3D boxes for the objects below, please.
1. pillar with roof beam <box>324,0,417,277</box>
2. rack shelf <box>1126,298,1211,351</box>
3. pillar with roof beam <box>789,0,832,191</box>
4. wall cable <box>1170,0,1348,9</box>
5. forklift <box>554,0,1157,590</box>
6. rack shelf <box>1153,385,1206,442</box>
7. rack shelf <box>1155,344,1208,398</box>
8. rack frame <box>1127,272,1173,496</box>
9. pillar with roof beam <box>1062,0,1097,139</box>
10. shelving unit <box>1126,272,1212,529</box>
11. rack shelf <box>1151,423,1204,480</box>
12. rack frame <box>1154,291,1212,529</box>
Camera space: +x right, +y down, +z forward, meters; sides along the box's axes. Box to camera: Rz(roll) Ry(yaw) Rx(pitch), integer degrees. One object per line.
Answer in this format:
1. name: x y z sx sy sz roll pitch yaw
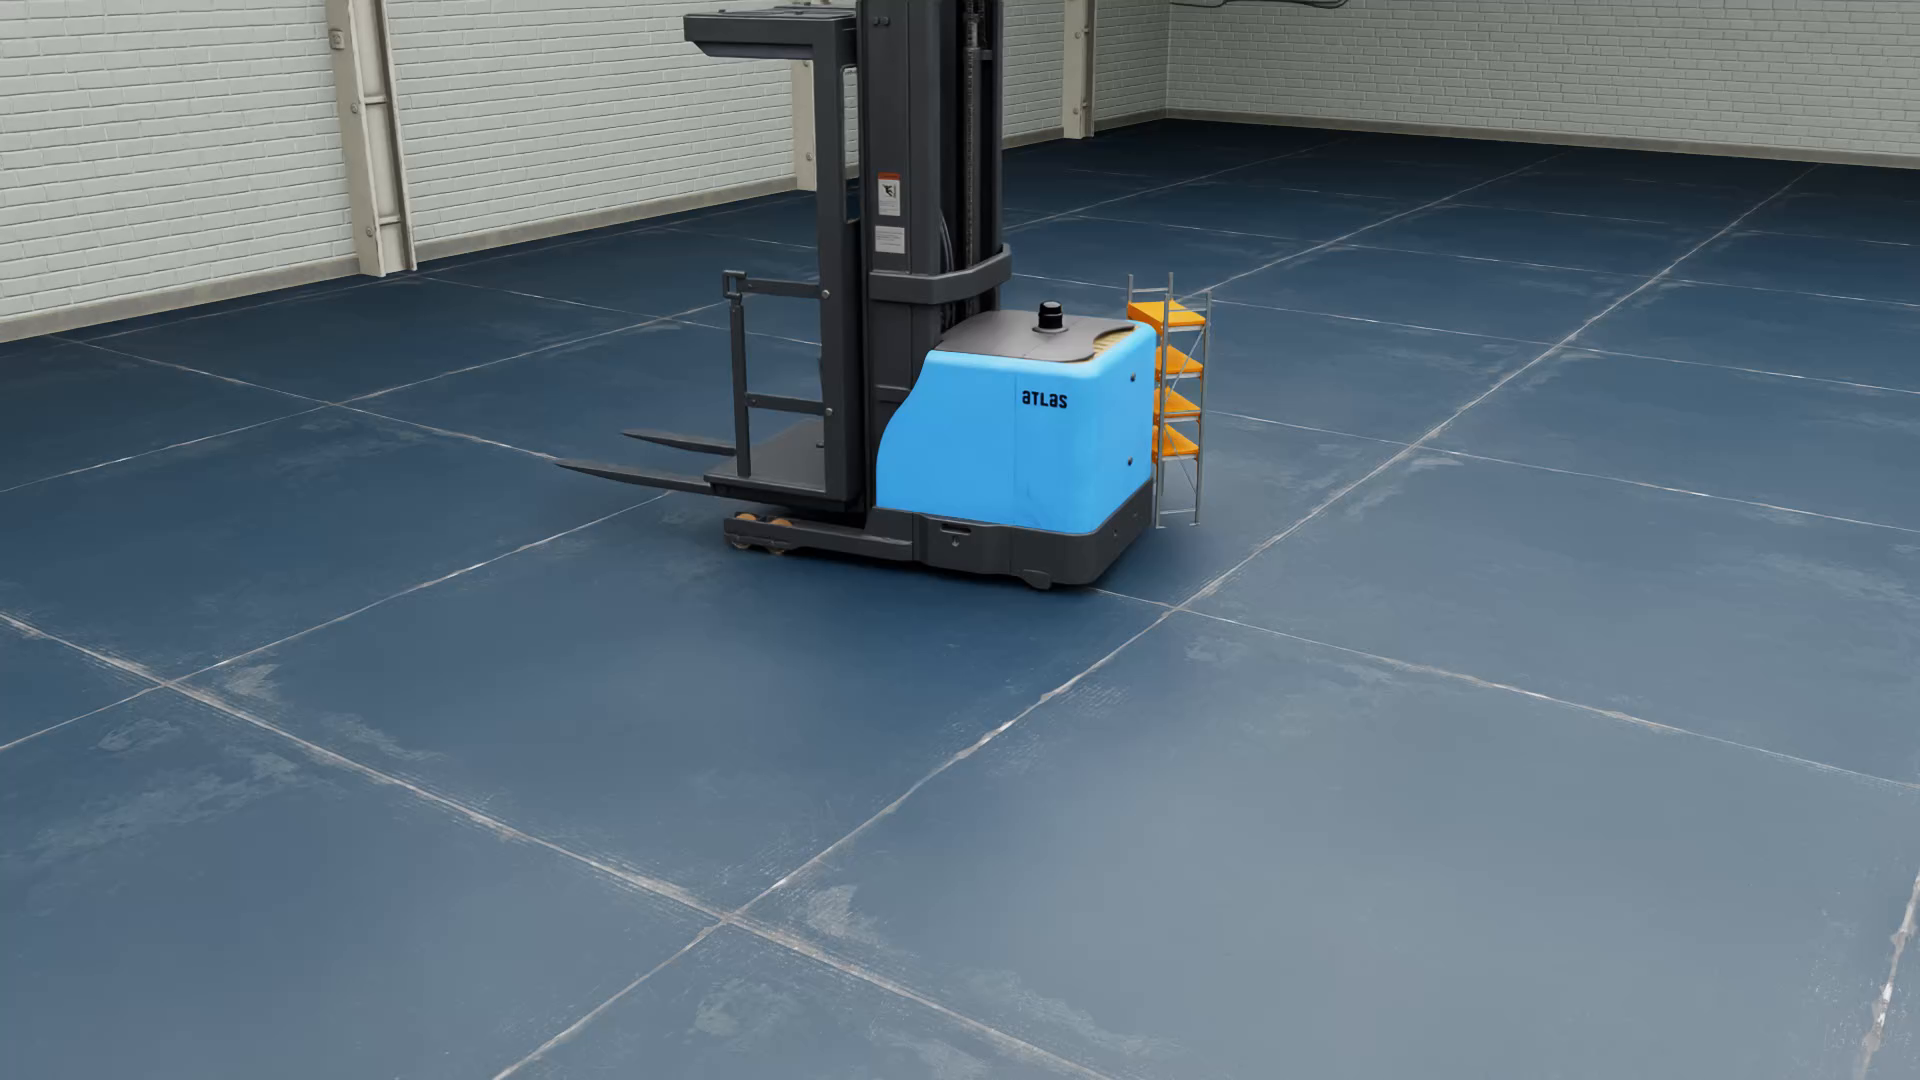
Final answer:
1. pillar with roof beam: -1.487 -5.752 10.845 9.100 9.000 0.400 13 24 32
2. rack shelf: 1.037 -1.081 8.324 0.258 0.148 0.480 -5 21 -14
3. pillar with roof beam: 1.886 -7.474 15.499 9.100 9.000 0.400 13 24 32
4. wall cable: 4.448 -9.166 24.550 3.097 2.526 0.112 13 24 32
5. forklift: -0.606 -1.467 8.005 3.031 2.935 1.130 8 22 22
6. rack shelf: 1.037 -0.649 8.484 0.258 0.148 0.480 -5 21 -14
7. rack shelf: 1.037 -0.859 8.406 0.258 0.148 0.480 -5 21 -14
8. rack frame: 0.973 -0.794 8.681 0.240 1.200 0.015 -5 21 -14
9. pillar with roof beam: 5.259 -9.195 20.153 9.100 9.000 0.400 13 24 32
10. shelving unit: 1.037 -0.712 8.460 0.258 1.200 0.503 -5 21 -14
11. rack shelf: 1.037 -0.463 8.553 0.258 0.148 0.480 -5 21 -14
12. rack frame: 1.102 -0.630 8.240 0.240 1.200 0.015 -5 21 -14
